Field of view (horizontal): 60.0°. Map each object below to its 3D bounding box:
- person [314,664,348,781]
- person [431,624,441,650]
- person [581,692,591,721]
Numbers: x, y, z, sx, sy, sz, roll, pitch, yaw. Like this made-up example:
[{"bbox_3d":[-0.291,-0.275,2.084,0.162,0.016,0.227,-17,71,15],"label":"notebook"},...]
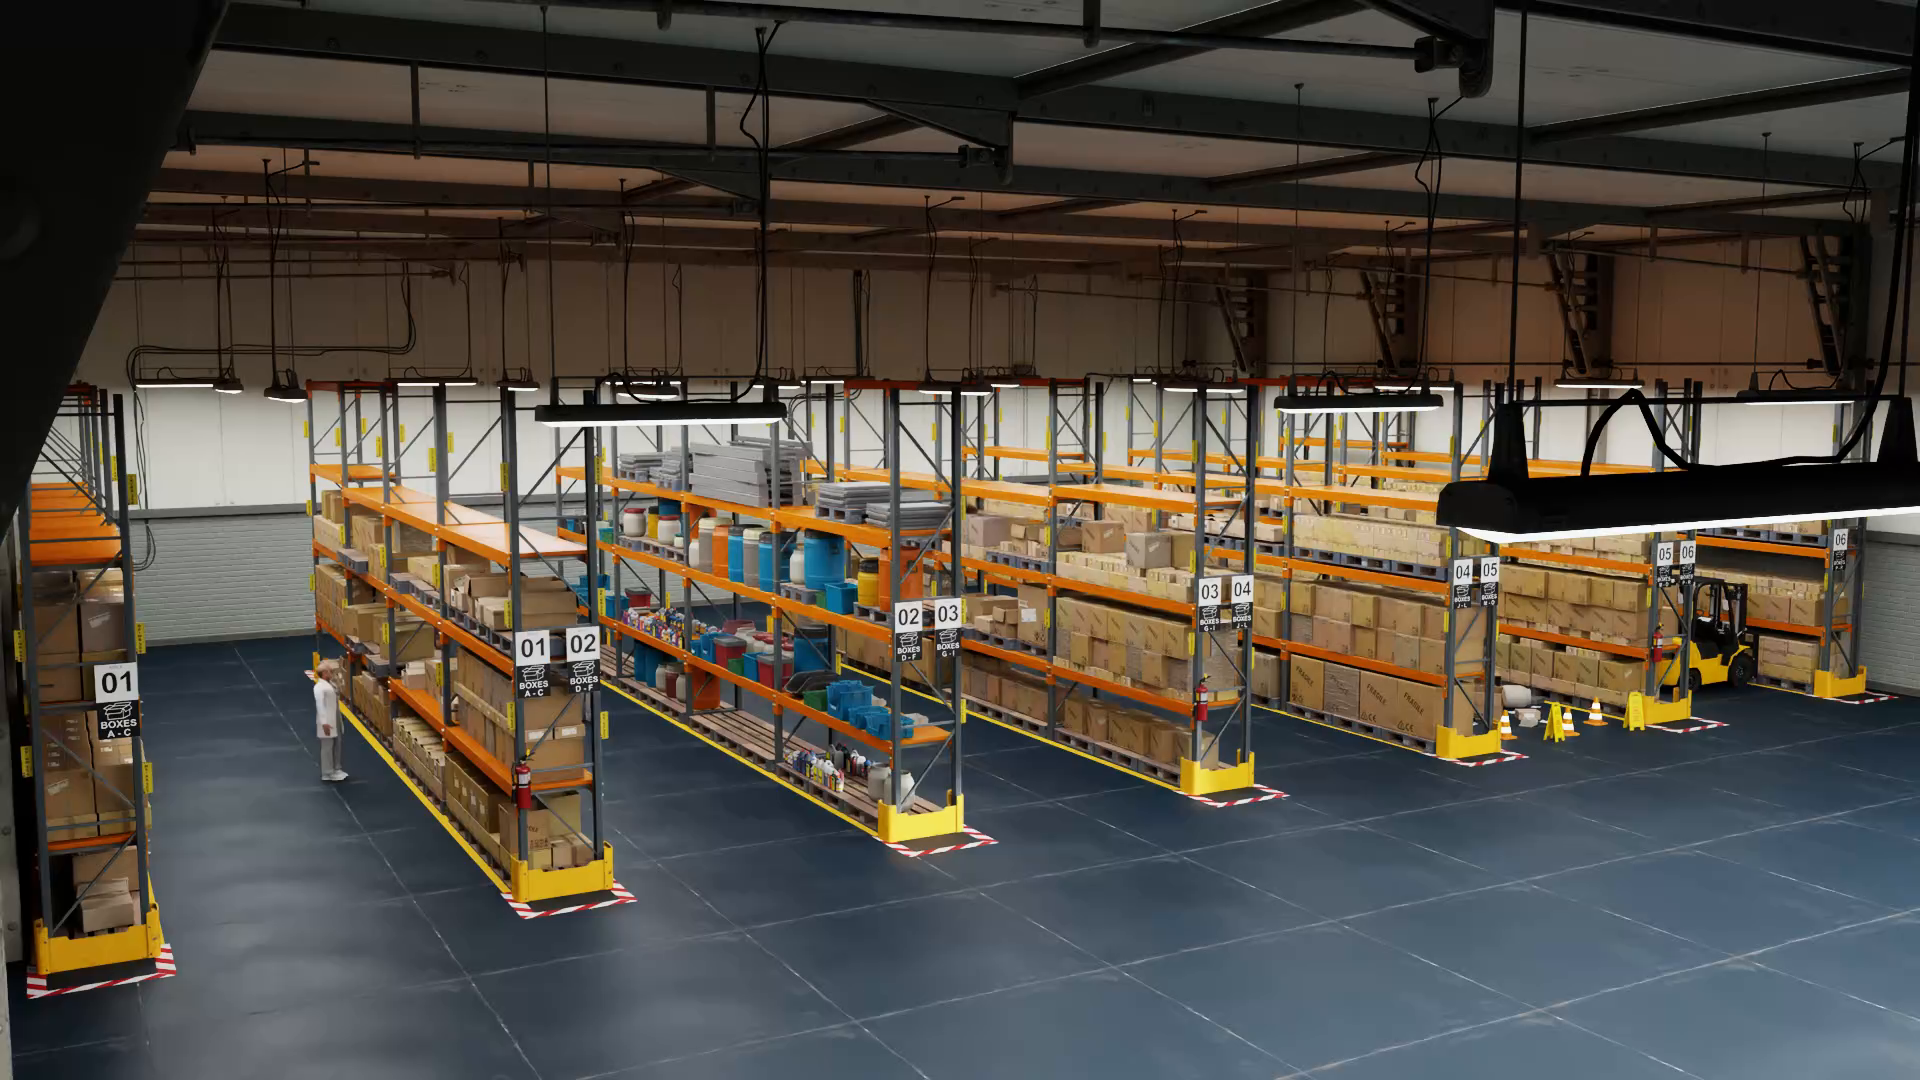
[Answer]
[{"bbox_3d":[-9.572,2.770,25.325,0.474,1.803,0.657,1,6,9],"label":"person"},{"bbox_3d":[-10.246,1.954,32.860,0.507,1.797,0.602,-2,6,-19],"label":"person"},{"bbox_3d":[-6.605,2.368,29.458,0.391,1.719,0.503,-4,7,-33],"label":"person"}]
